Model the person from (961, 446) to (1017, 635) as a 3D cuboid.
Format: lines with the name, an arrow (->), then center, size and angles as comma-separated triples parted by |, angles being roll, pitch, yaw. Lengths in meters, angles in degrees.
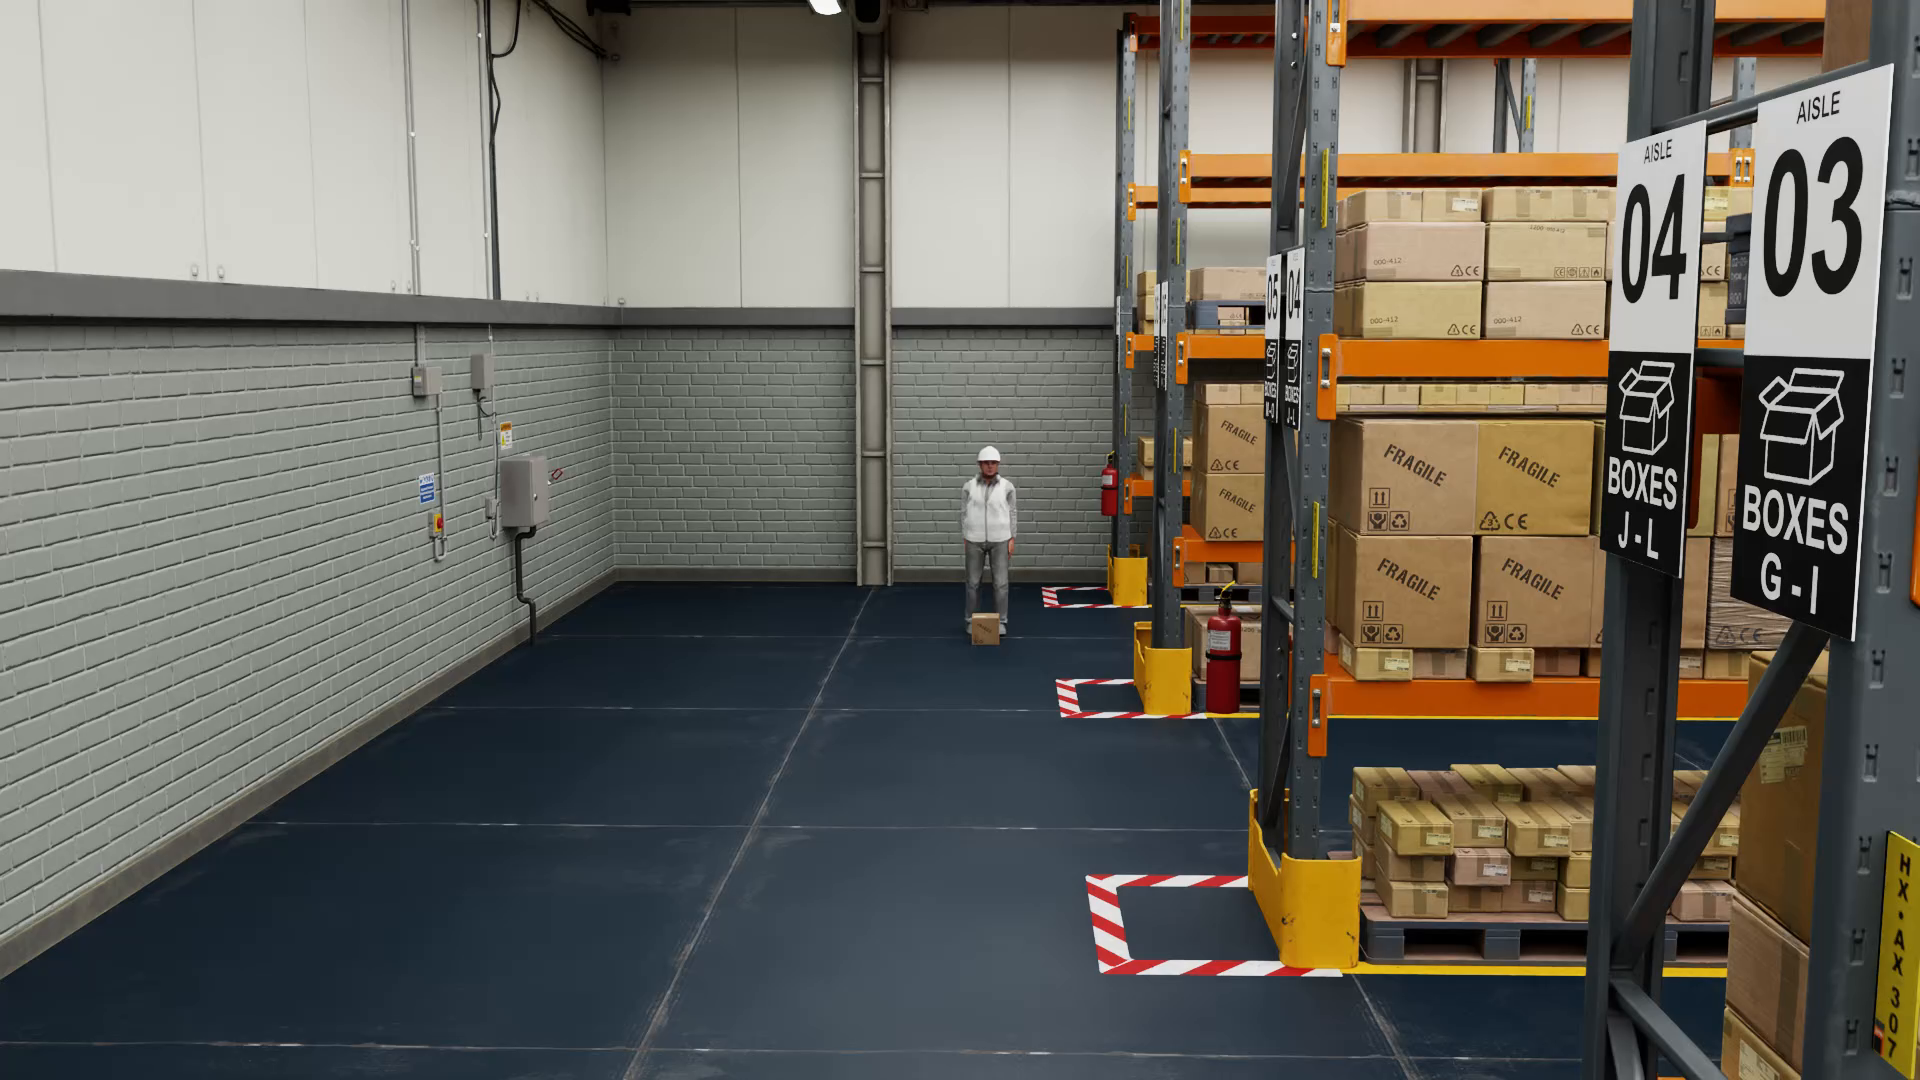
person -> 0.272, 0.015, 15.643 | 0.532, 1.789, 0.366 | 0, 7, 3
